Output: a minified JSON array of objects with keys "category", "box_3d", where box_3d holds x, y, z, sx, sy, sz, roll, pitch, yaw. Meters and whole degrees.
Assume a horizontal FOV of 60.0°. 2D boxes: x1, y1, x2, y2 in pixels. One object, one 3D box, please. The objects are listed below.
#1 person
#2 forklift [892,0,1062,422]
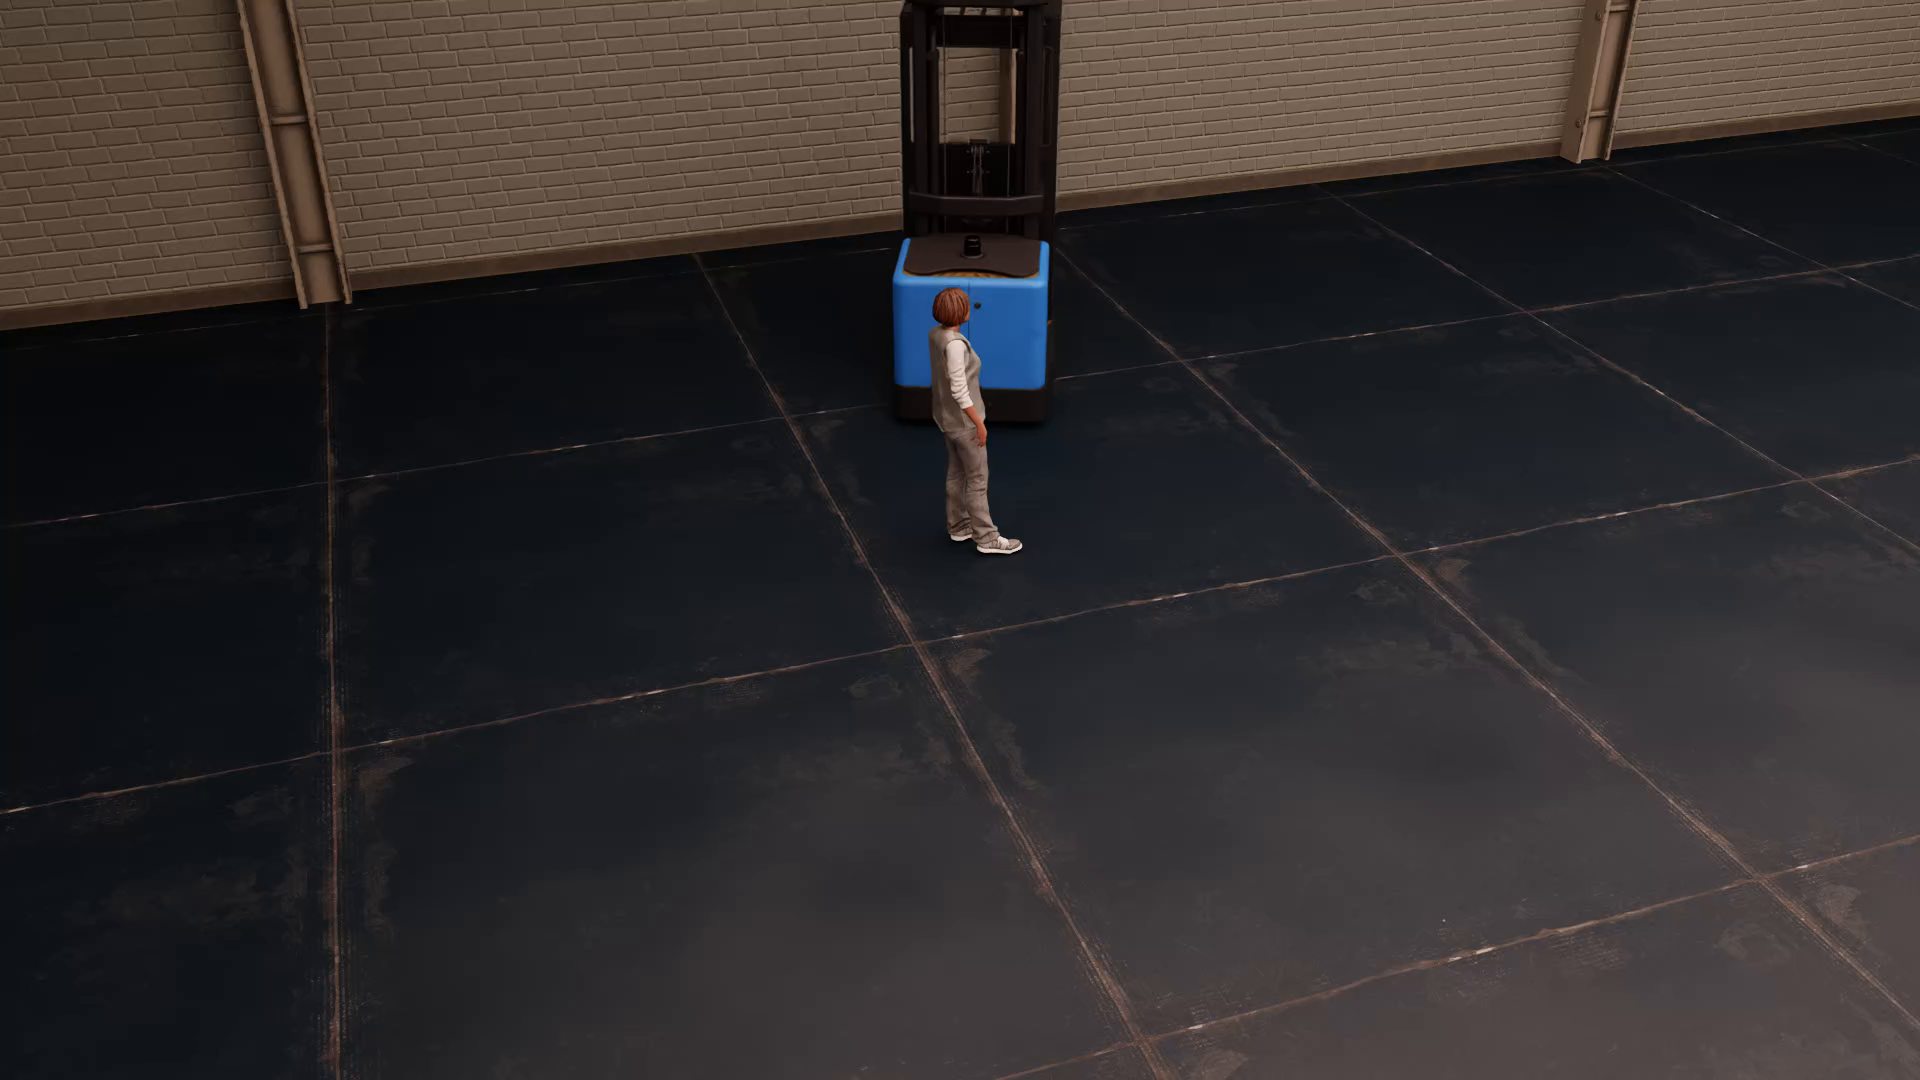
[{"category":"person","box_3d":[0.075,-0.663,9.656,0.474,1.504,0.519,-10,31,-16]},{"category":"forklift","box_3d":[0.153,-2.772,11.905,1.130,2.935,3.031,2,30,3]}]
